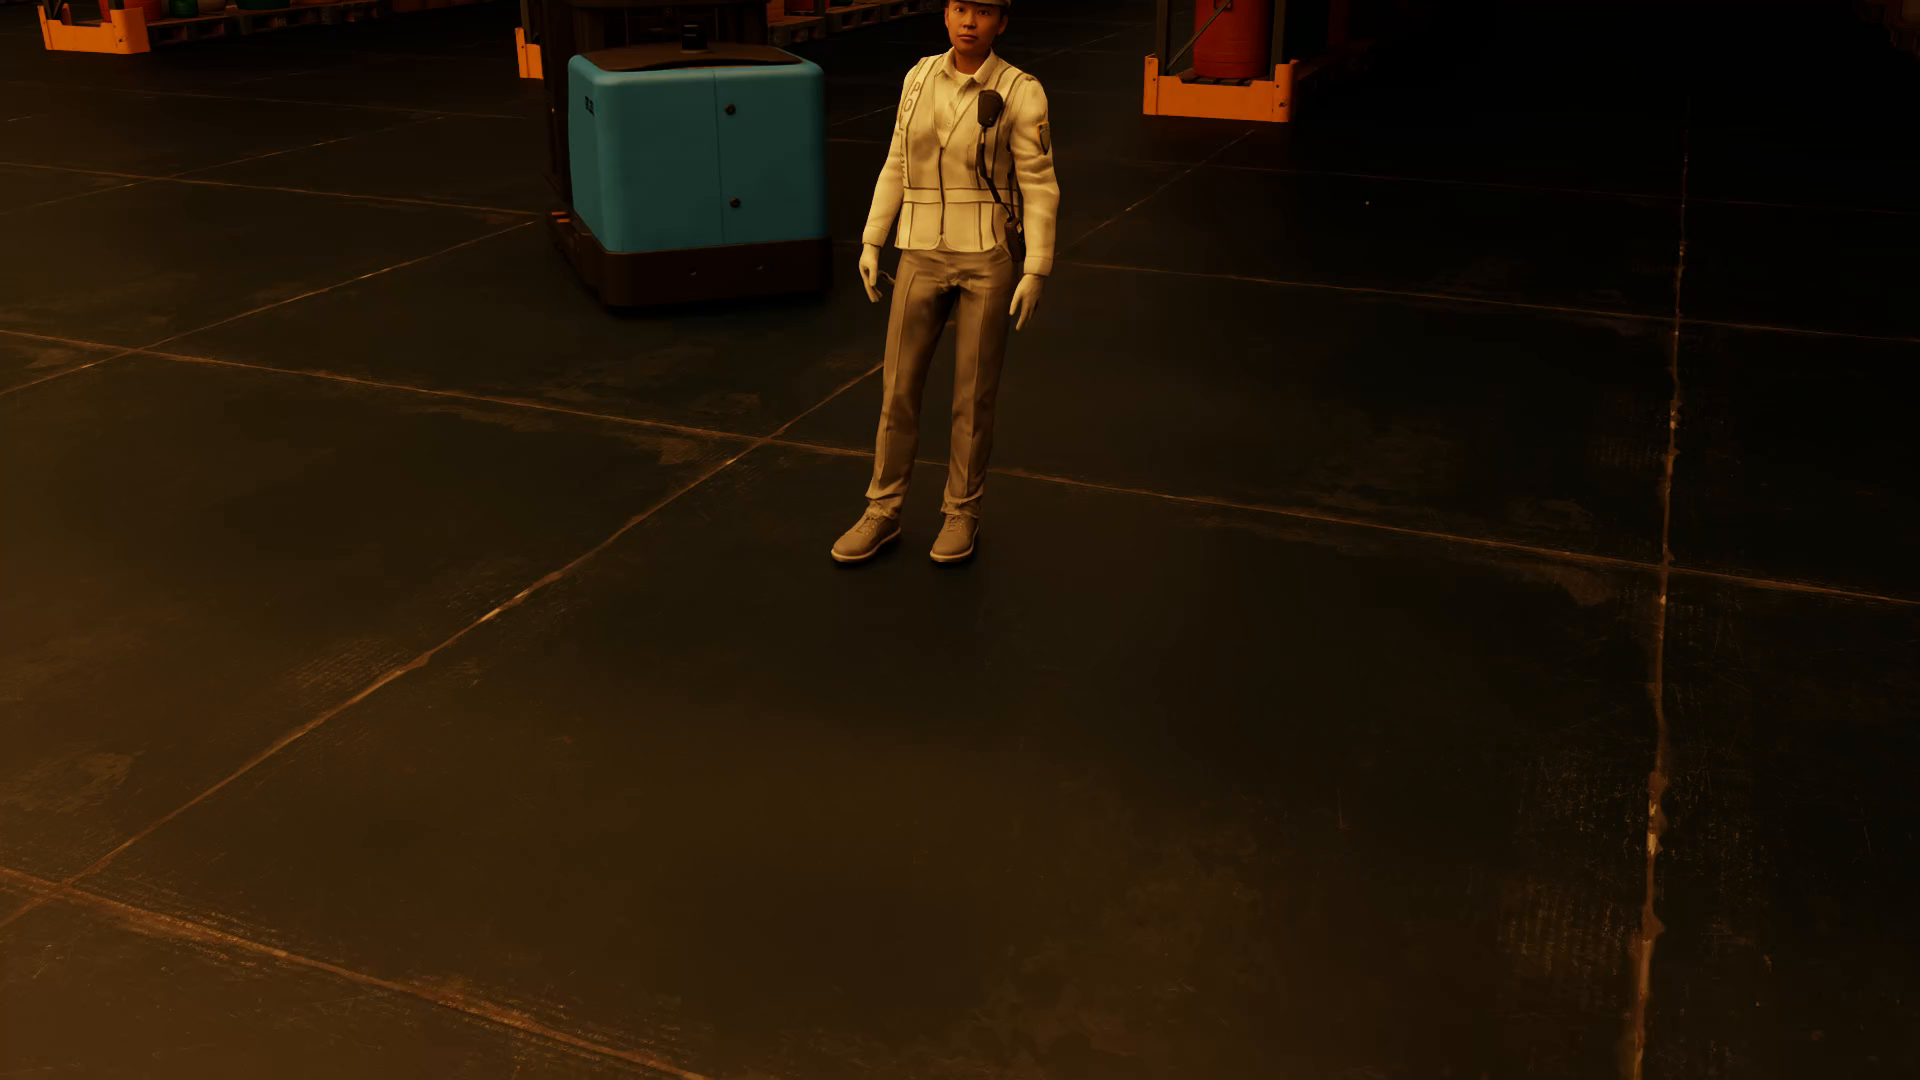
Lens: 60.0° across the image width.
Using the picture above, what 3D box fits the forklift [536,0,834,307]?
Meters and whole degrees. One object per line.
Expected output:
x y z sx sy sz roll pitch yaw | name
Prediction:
-1.580 -2.926 8.292 1.130 2.935 3.031 -8 24 -19 | forklift

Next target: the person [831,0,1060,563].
-0.032 -0.765 4.707 0.587 1.695 0.531 9 24 21 | person
